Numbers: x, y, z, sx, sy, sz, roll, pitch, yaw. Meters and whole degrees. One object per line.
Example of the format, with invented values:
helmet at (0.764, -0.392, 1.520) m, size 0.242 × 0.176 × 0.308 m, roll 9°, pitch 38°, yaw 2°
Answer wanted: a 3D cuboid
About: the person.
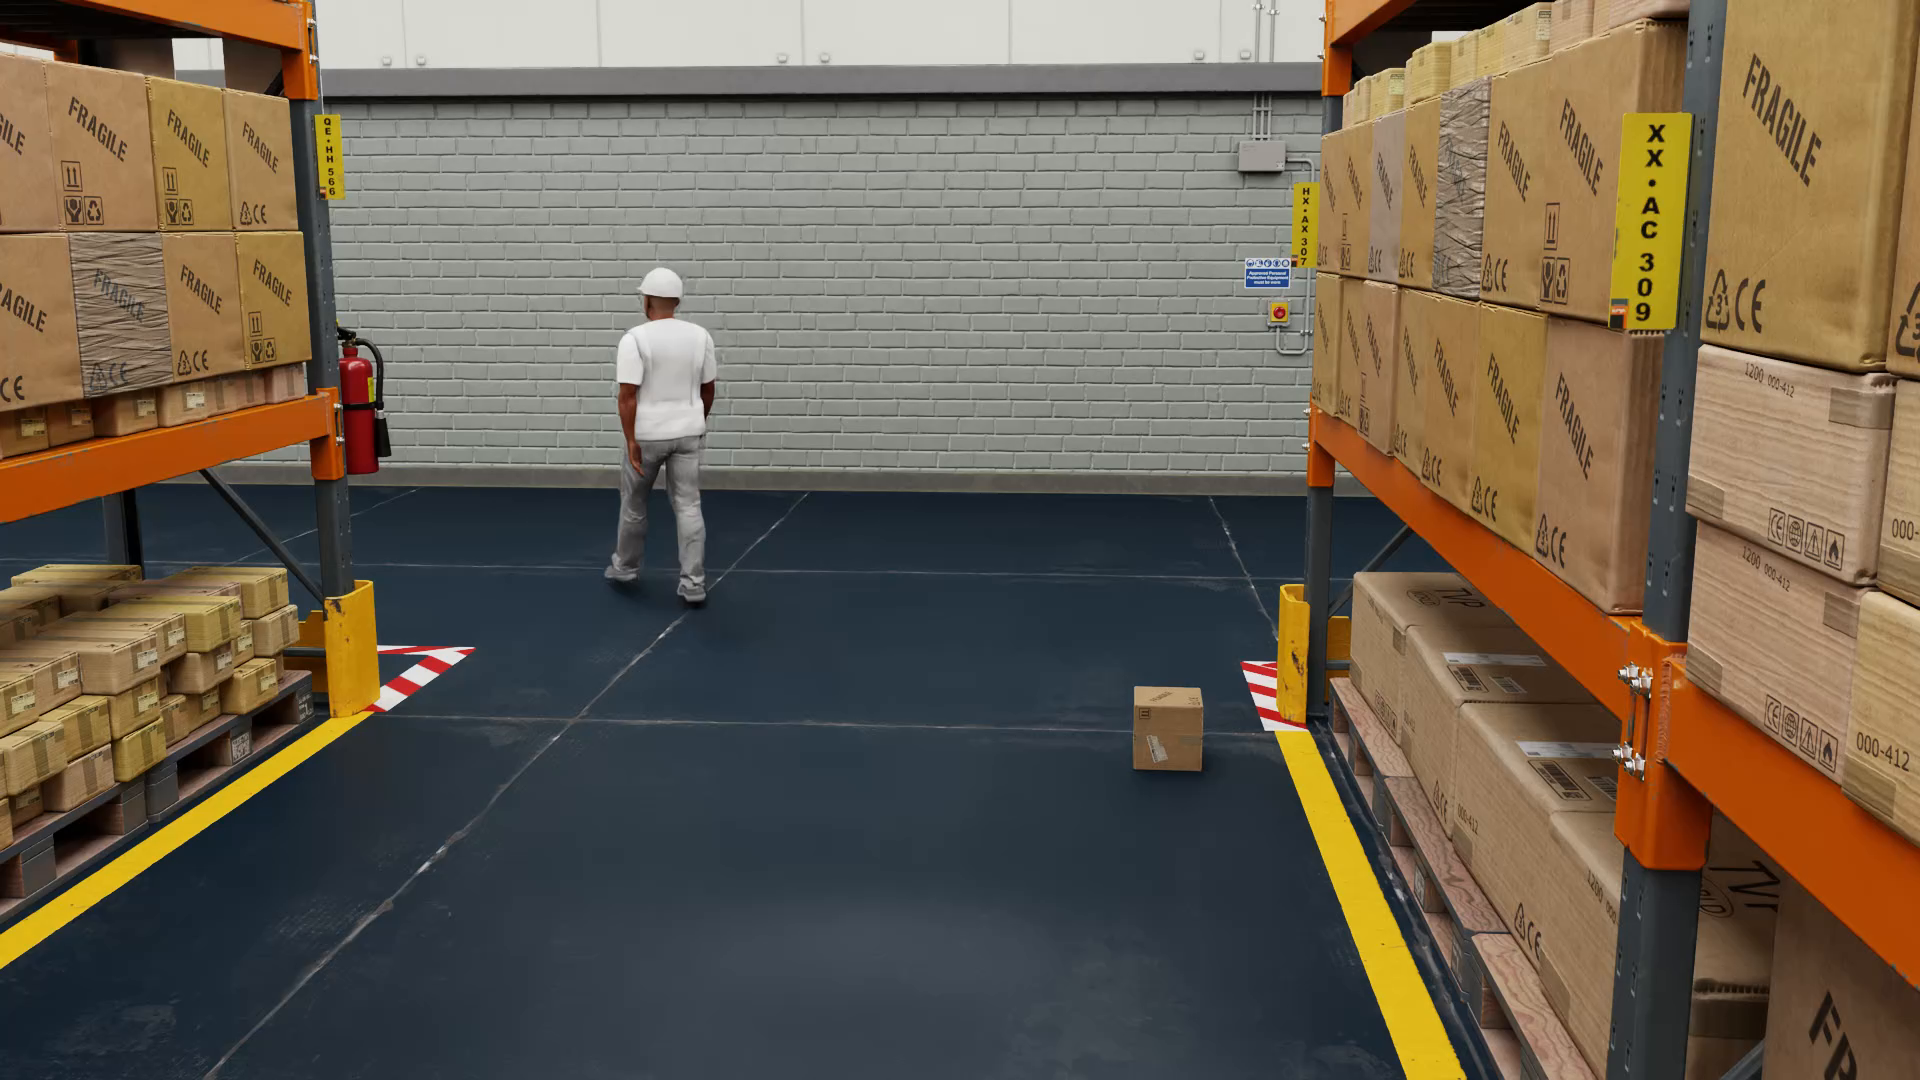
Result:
person at (-1.609, -0.589, 8.898) m, size 0.579 × 1.718 × 0.949 m, roll -6°, pitch 12°, yaw -28°
